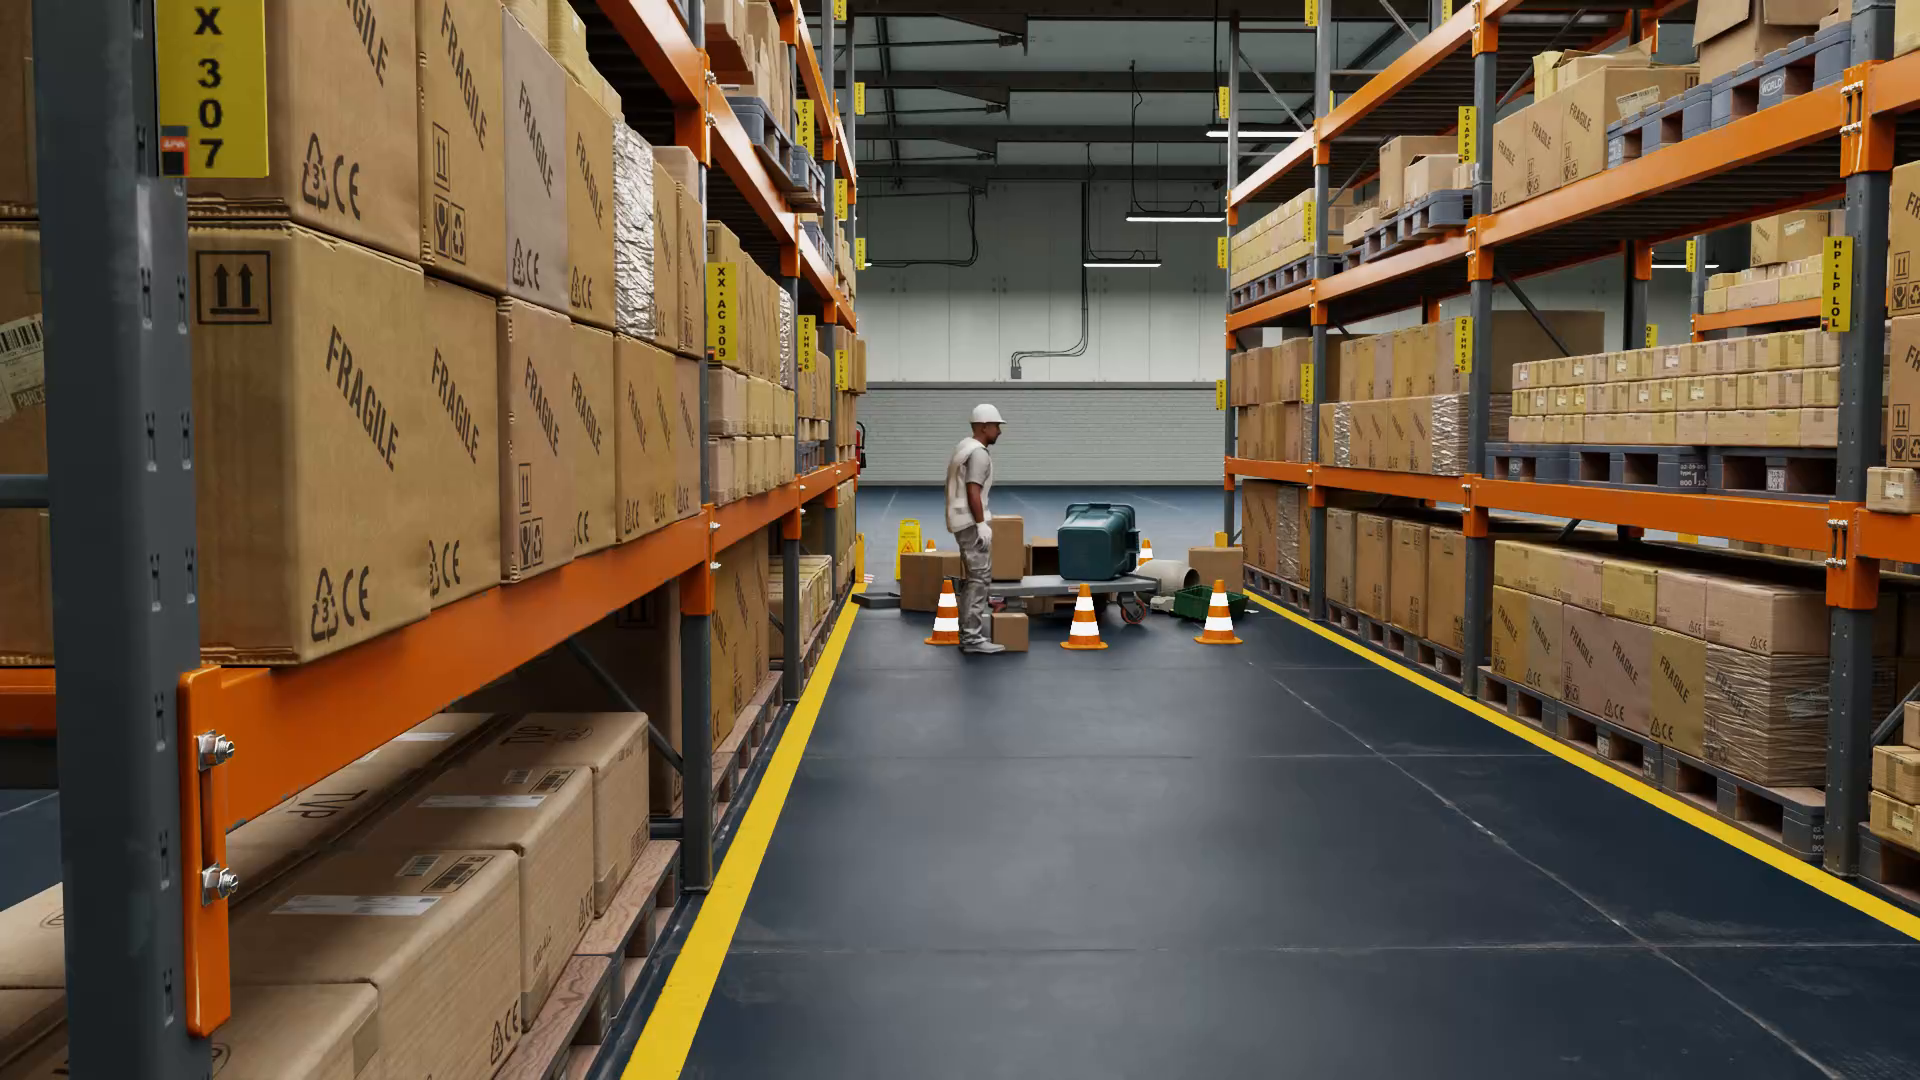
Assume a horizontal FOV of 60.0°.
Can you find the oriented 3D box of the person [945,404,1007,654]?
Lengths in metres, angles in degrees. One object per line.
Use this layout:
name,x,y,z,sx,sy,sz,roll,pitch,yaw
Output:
person,0.120,-0.089,11.978,0.450,1.772,0.619,0,4,-6
